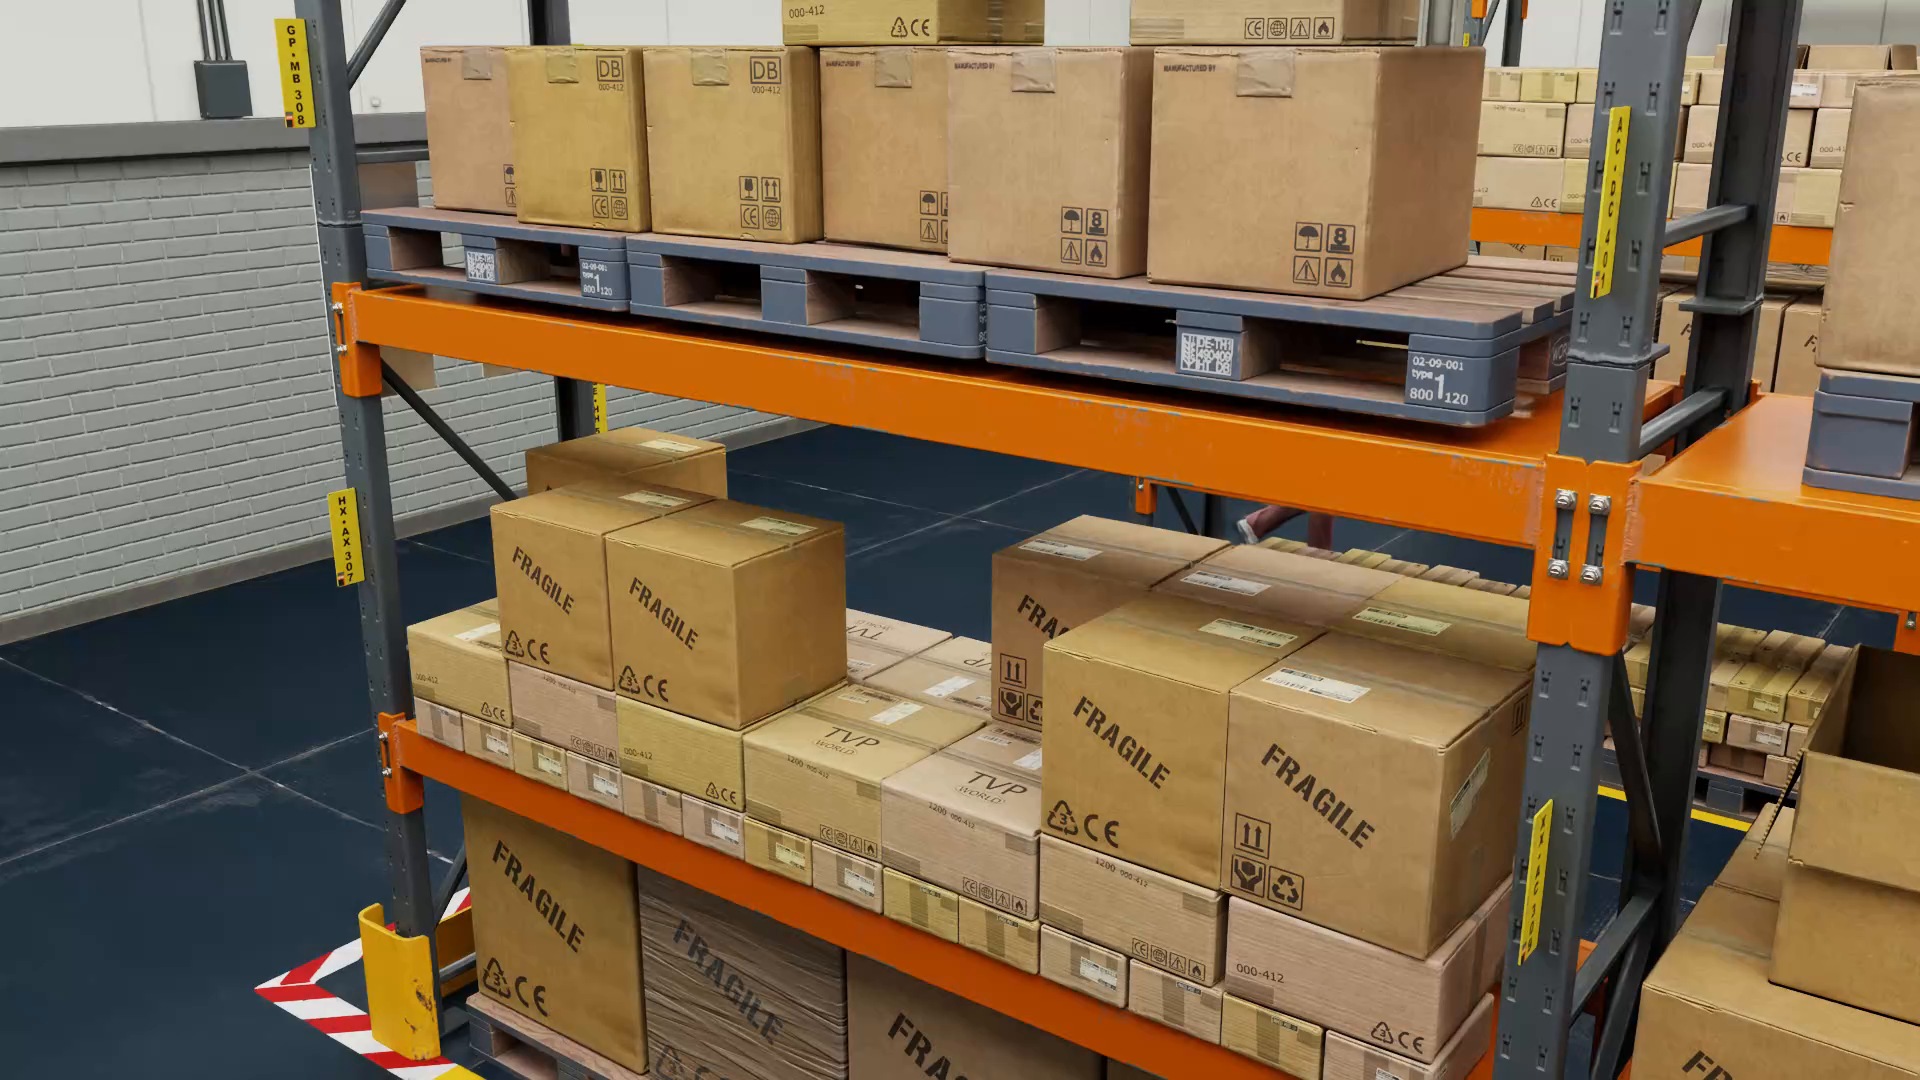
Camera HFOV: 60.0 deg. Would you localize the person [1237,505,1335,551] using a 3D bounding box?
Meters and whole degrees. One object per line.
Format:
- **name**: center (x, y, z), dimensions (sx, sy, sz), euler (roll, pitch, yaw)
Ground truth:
- **person**: center (2.317, -0.549, 11.391), dimensions (0.800, 1.627, 0.513), euler (4, 17, 12)
